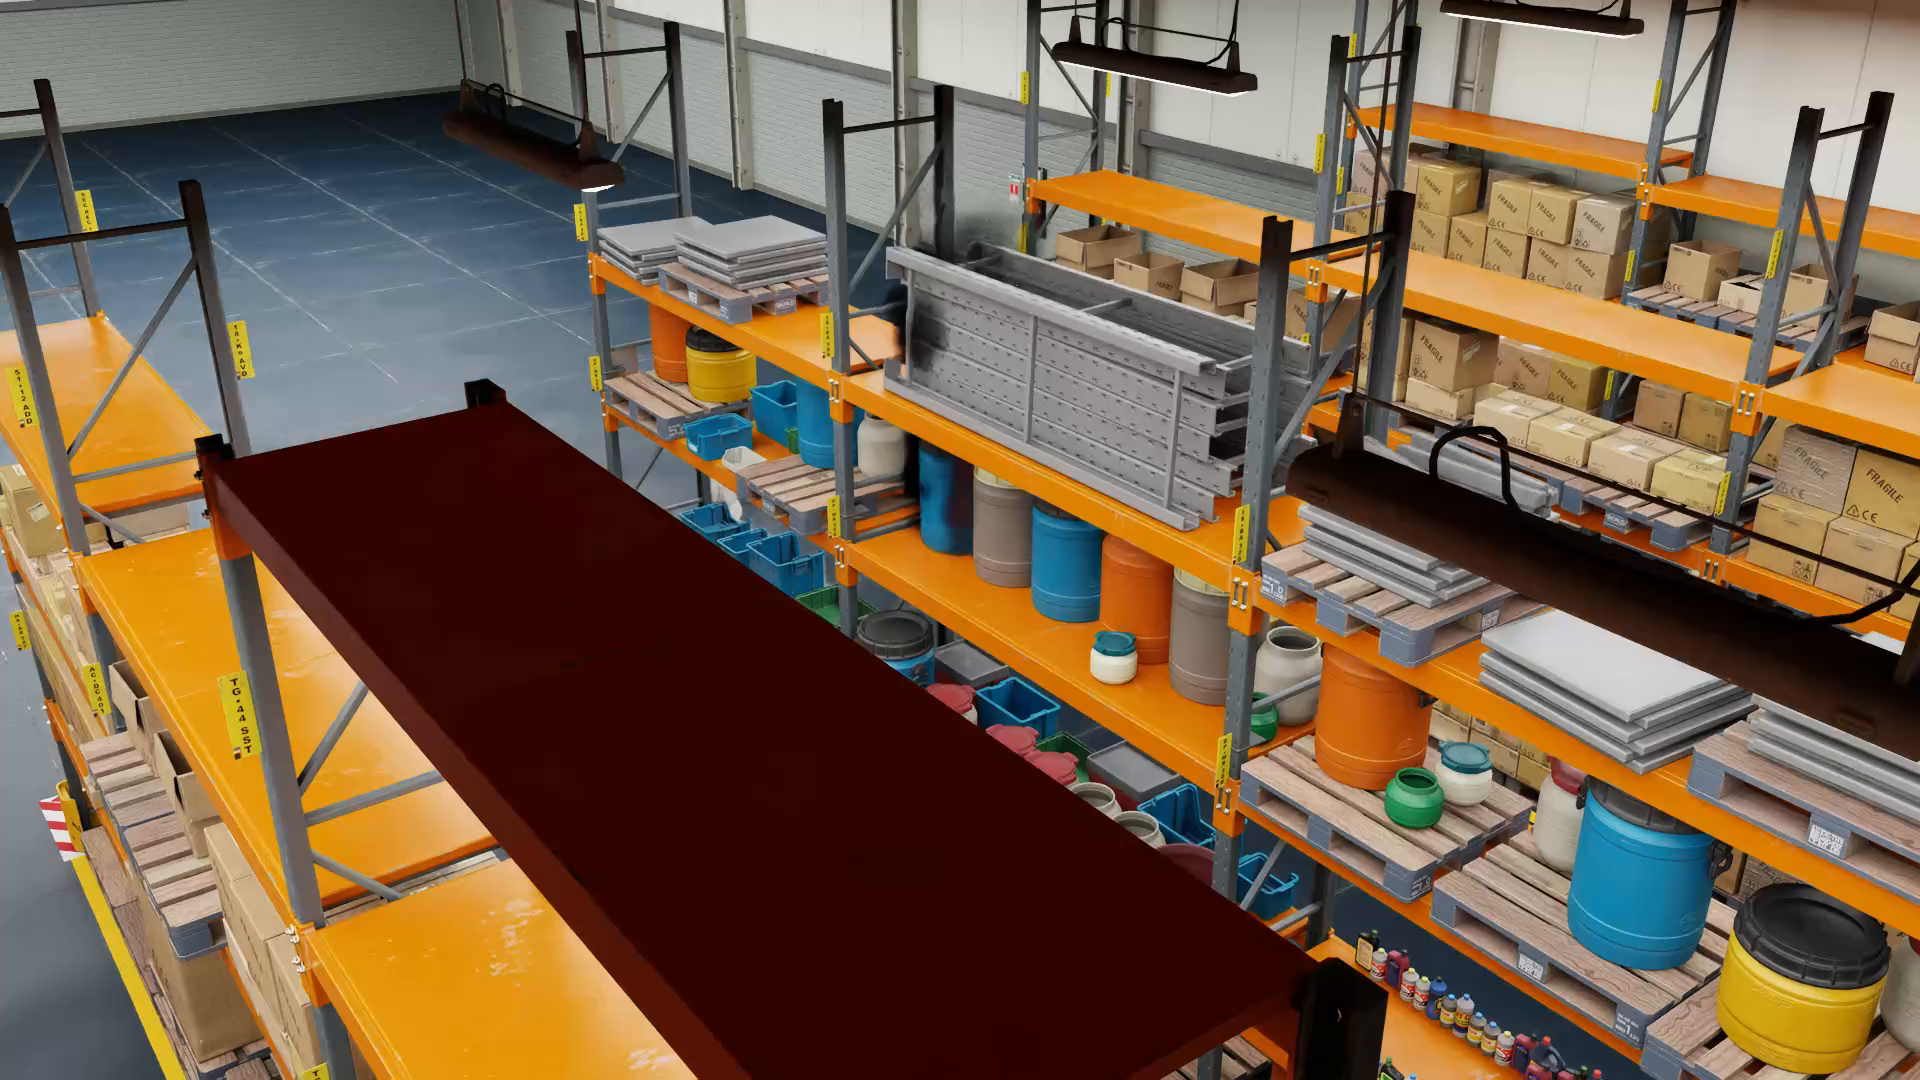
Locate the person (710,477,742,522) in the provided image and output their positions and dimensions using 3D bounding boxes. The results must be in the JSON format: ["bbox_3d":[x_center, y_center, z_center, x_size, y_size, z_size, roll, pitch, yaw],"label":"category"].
[{"bbox_3d":[-2.440,-0.190,17.313,0.775,1.746,0.724,9,26,19],"label":"person"}]

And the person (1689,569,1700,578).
[{"bbox_3d":[6.685,0.755,15.372,0.568,1.654,0.570,21,32,37],"label":"person"}]
